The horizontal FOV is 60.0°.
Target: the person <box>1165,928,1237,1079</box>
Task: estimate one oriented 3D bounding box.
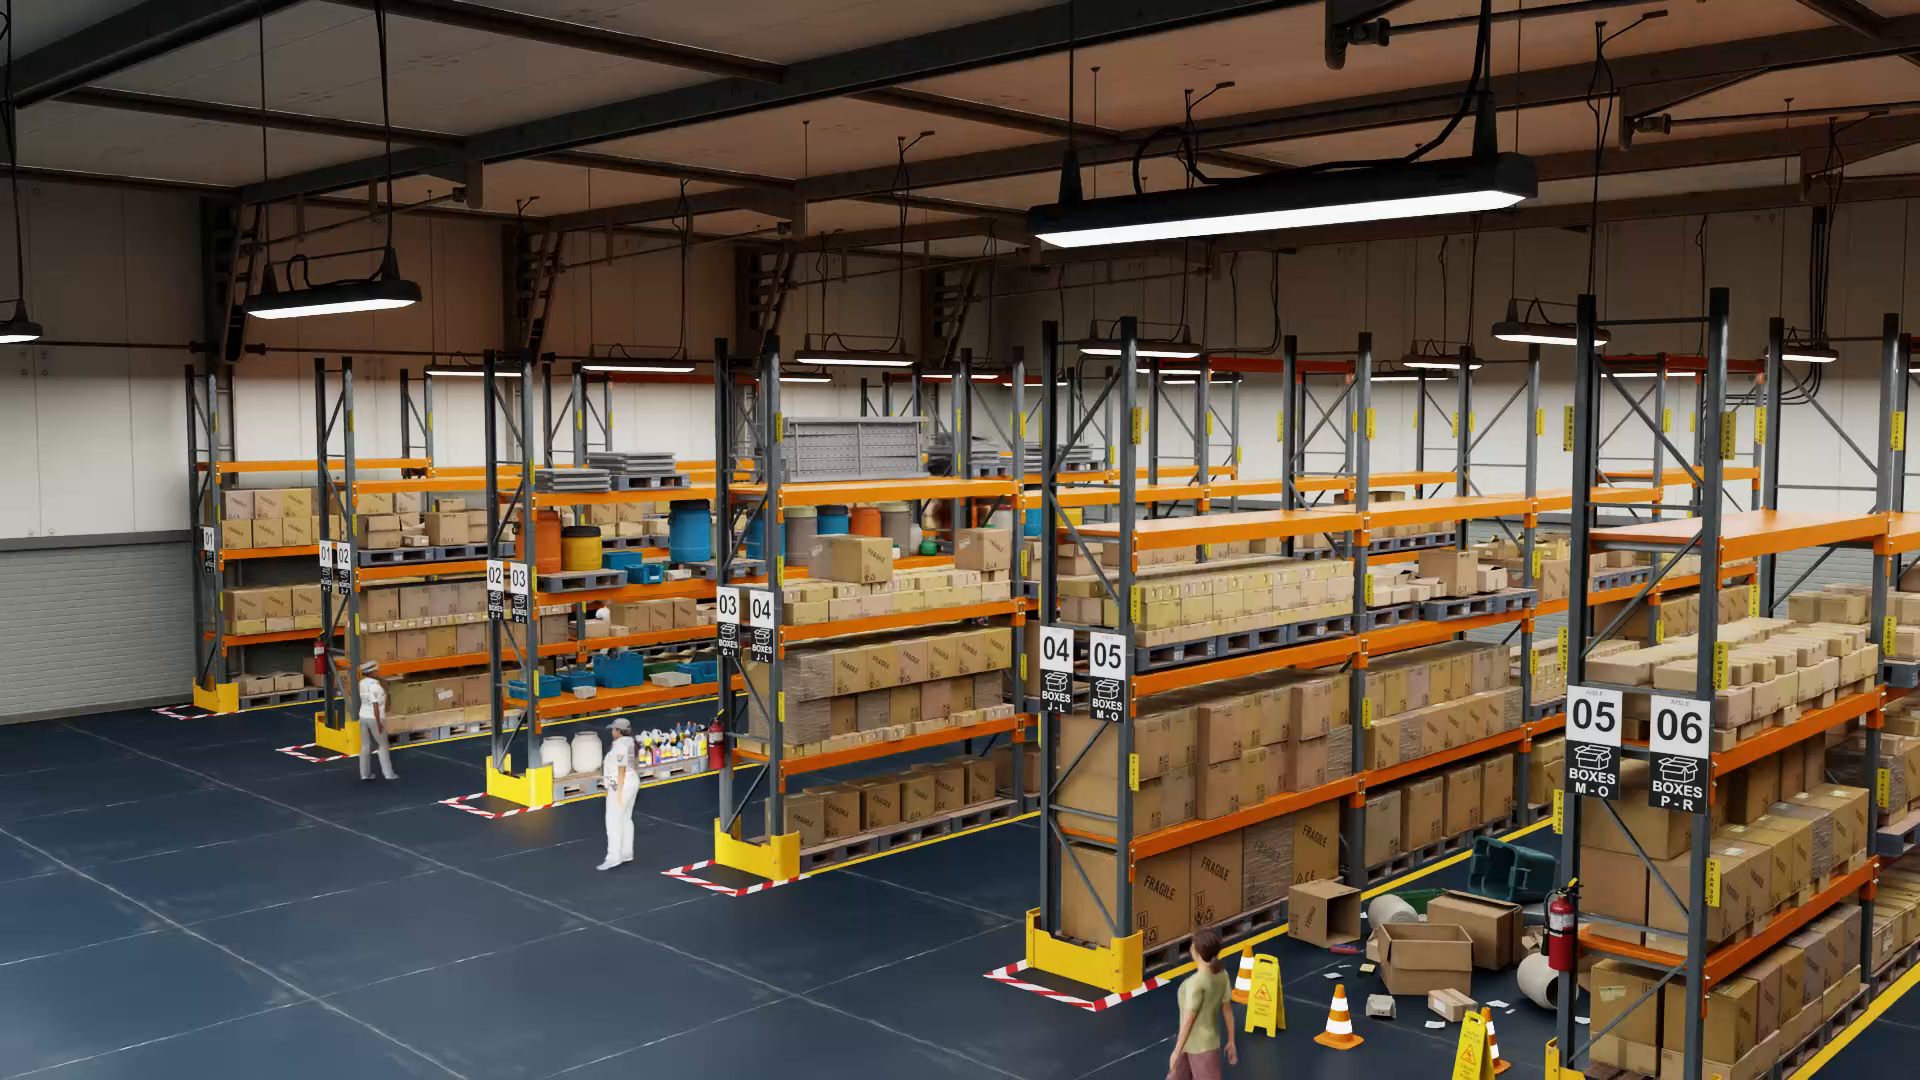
[{"bbox_3d":[1.678,3.476,11.395,0.984,1.634,0.434,0,4,3],"label":"person"}]

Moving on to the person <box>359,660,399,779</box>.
[{"bbox_3d":[-8.200,2.534,23.393,0.480,1.710,0.481,3,5,35],"label":"person"}]

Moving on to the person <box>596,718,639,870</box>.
[{"bbox_3d":[-3.912,2.890,19.038,0.431,1.702,0.575,0,4,1],"label":"person"}]

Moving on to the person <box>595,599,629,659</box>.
[{"bbox_3d":[-6.522,1.904,31.143,0.656,1.795,0.578,-1,5,-14],"label":"person"}]

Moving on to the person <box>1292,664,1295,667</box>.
[{"bbox_3d":[4.542,2.478,23.556,0.636,1.780,0.498,-2,5,-26],"label":"person"}]
